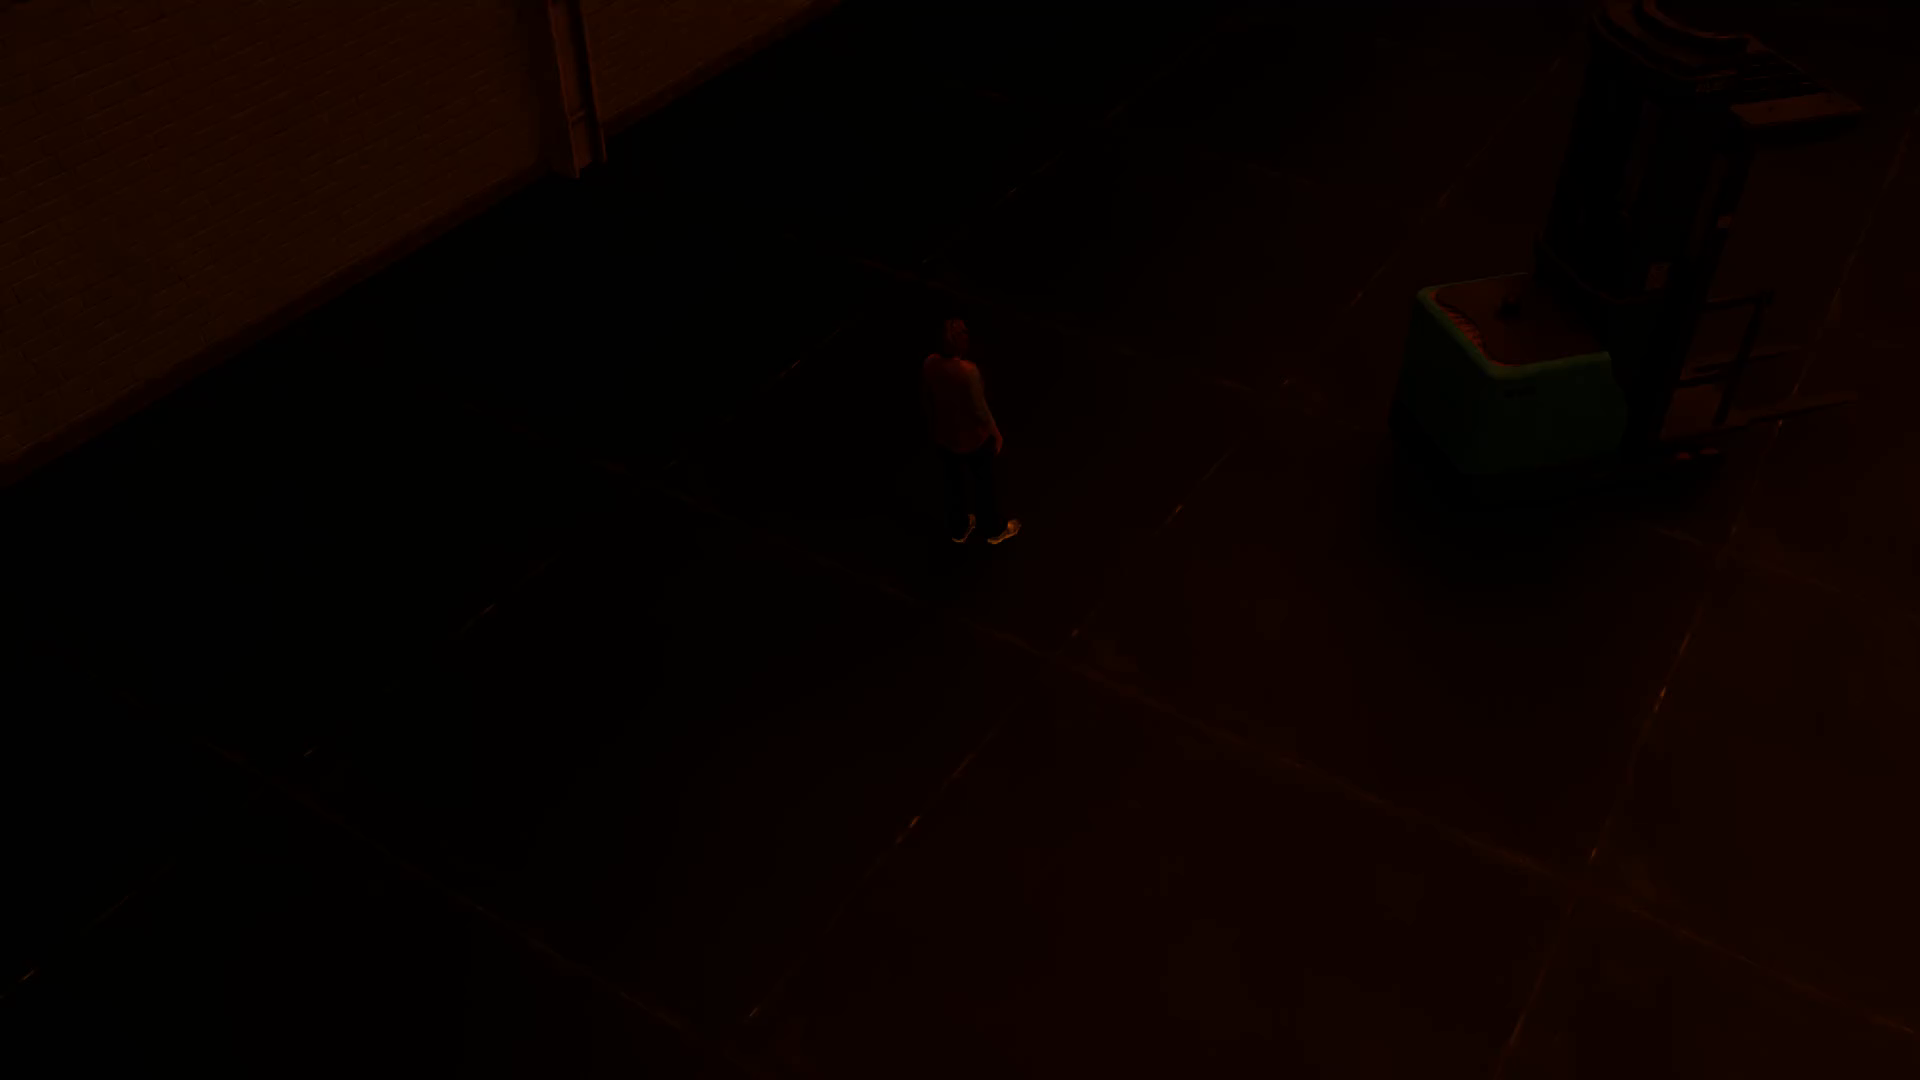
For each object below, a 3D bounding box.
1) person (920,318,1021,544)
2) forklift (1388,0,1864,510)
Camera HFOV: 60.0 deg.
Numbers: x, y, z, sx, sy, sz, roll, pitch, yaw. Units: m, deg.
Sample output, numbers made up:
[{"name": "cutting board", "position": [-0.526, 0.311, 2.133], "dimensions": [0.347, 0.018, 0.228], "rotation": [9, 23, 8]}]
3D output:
[{"name": "person", "position": [0.051, -0.650, 9.755], "dimensions": [0.520, 1.597, 0.474], "rotation": [22, 45, 24]}, {"name": "forklift", "position": [4.420, -1.840, 10.139], "dimensions": [3.031, 2.935, 1.130], "rotation": [-10, 41, -12]}]
